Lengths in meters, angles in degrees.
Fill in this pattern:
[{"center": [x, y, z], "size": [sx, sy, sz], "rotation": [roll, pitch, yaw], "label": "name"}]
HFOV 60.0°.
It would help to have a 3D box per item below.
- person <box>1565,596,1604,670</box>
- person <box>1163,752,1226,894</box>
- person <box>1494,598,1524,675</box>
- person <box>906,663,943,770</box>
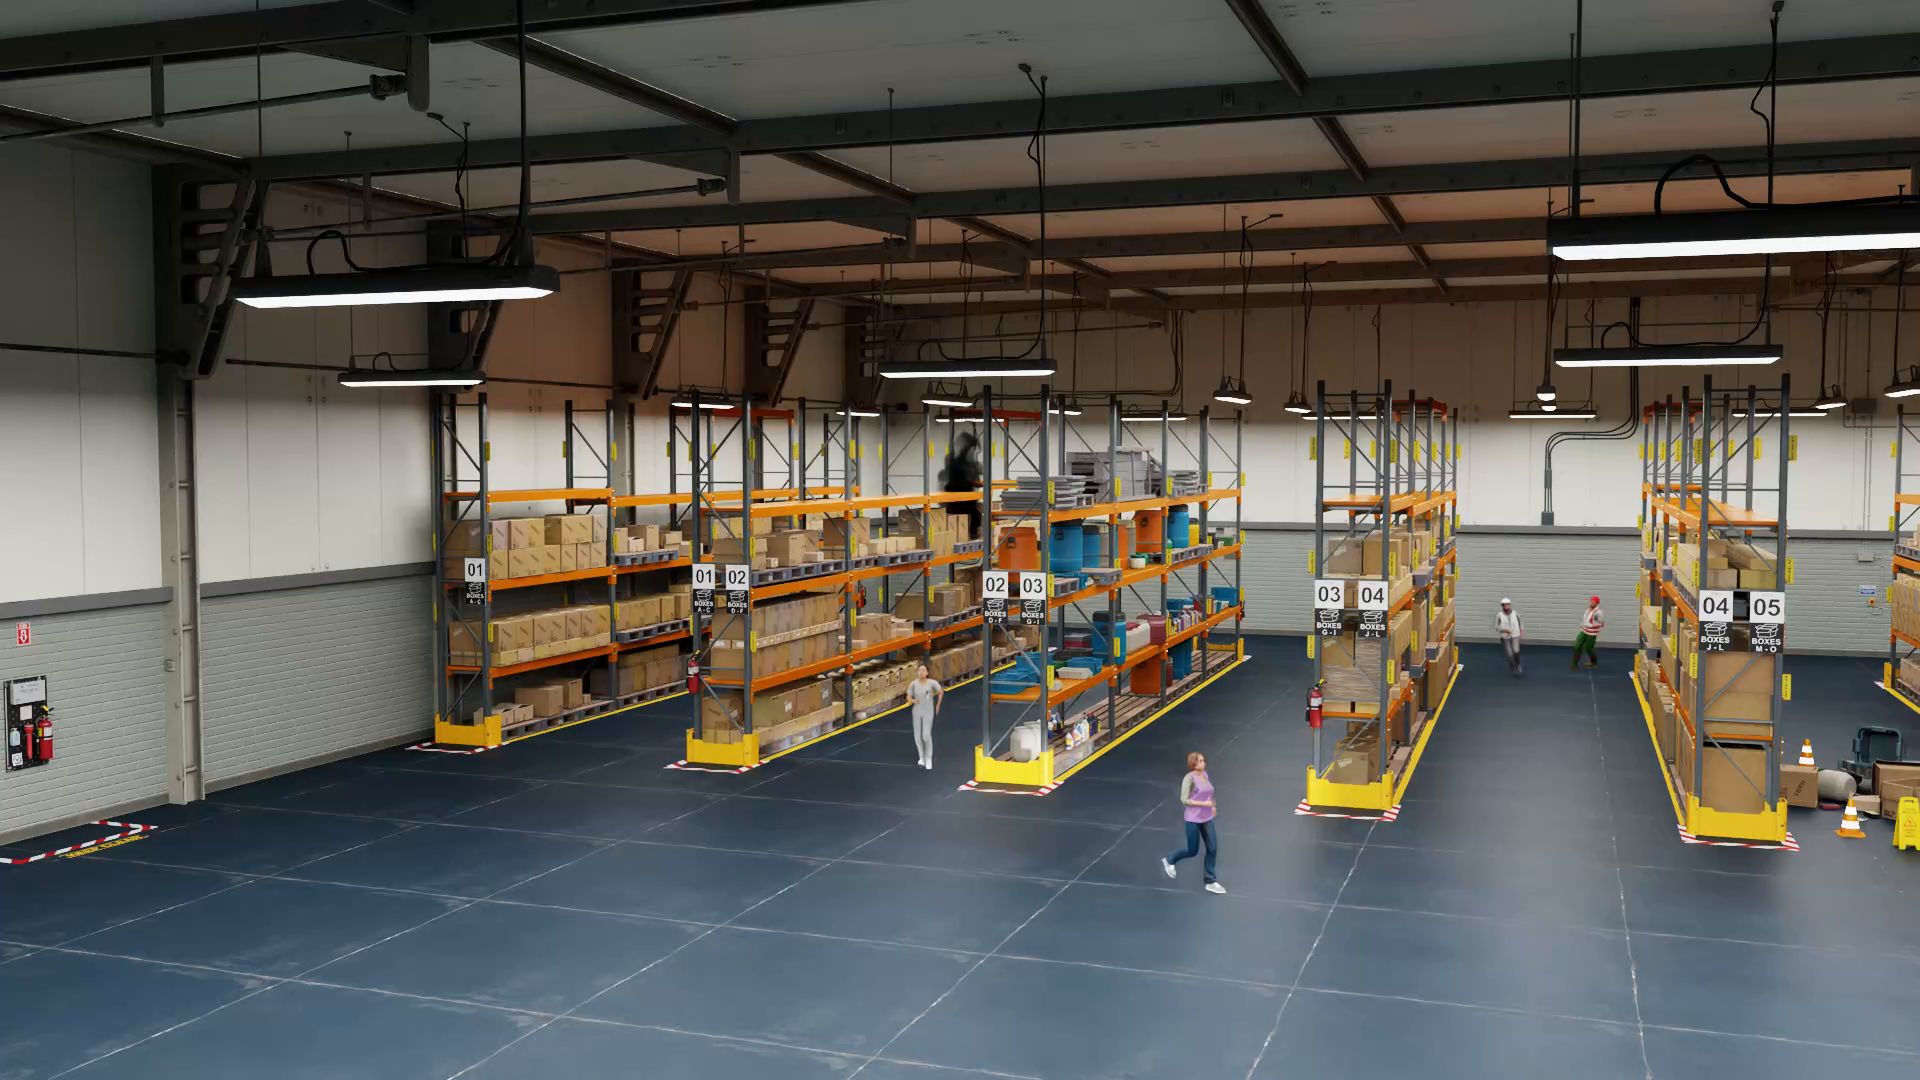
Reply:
[{"center": [14.379, 2.138, 37.916], "size": [0.771, 1.769, 0.814], "rotation": [-1, 3, -22], "label": "person"}, {"center": [2.695, 3.197, 18.985], "size": [0.552, 1.574, 0.819], "rotation": [-3, 4, -43], "label": "person"}, {"center": [12.249, 2.158, 37.094], "size": [0.669, 1.716, 0.603], "rotation": [1, 3, 13], "label": "person"}, {"center": [-0.569, 2.777, 26.213], "size": [0.548, 1.683, 0.669], "rotation": [1, 3, 11], "label": "person"}]
